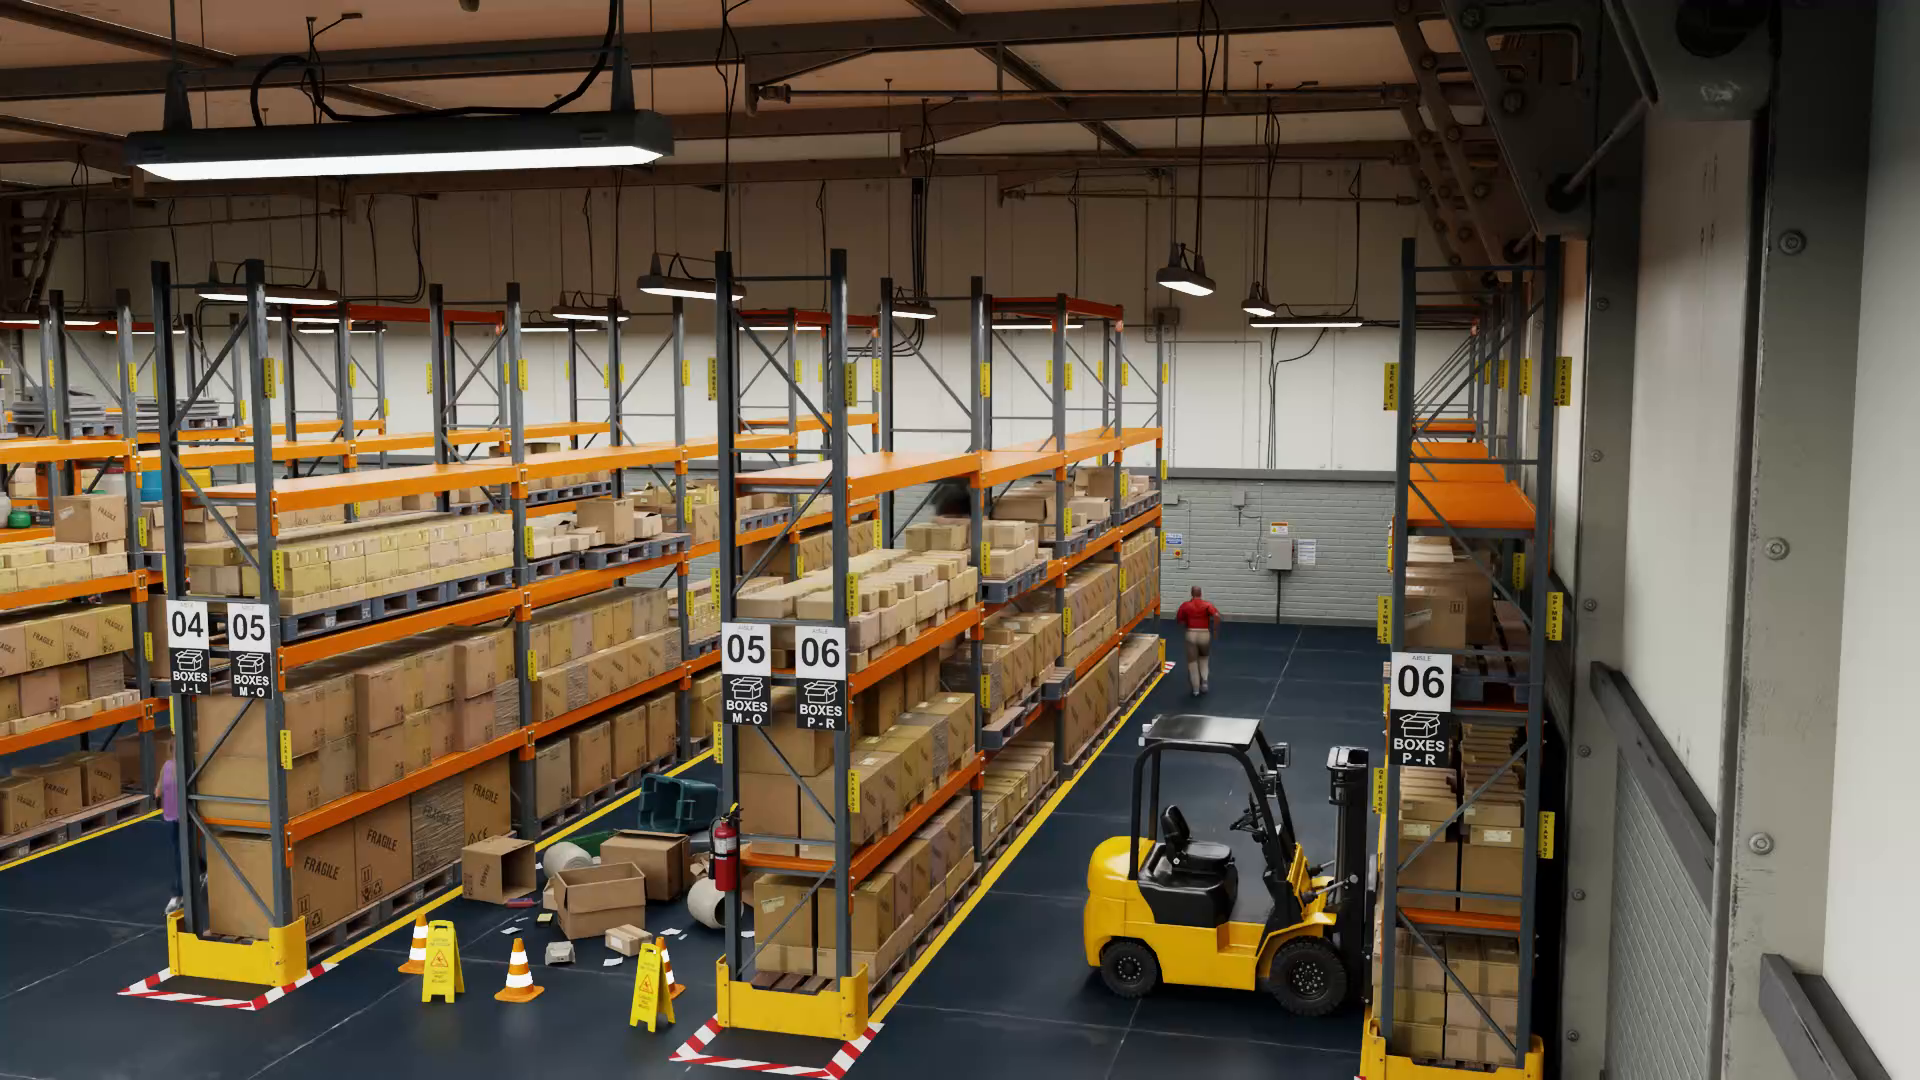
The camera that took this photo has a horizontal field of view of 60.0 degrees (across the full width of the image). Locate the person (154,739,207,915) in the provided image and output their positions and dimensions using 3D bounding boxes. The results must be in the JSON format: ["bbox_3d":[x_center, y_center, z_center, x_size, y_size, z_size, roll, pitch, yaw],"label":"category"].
[{"bbox_3d":[-7.419,2.670,15.889,0.532,1.612,0.799,1,6,9],"label":"person"}]

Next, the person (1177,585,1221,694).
[{"bbox_3d":[3.728,1.557,26.105,0.652,1.718,0.653,0,6,3],"label":"person"}]
